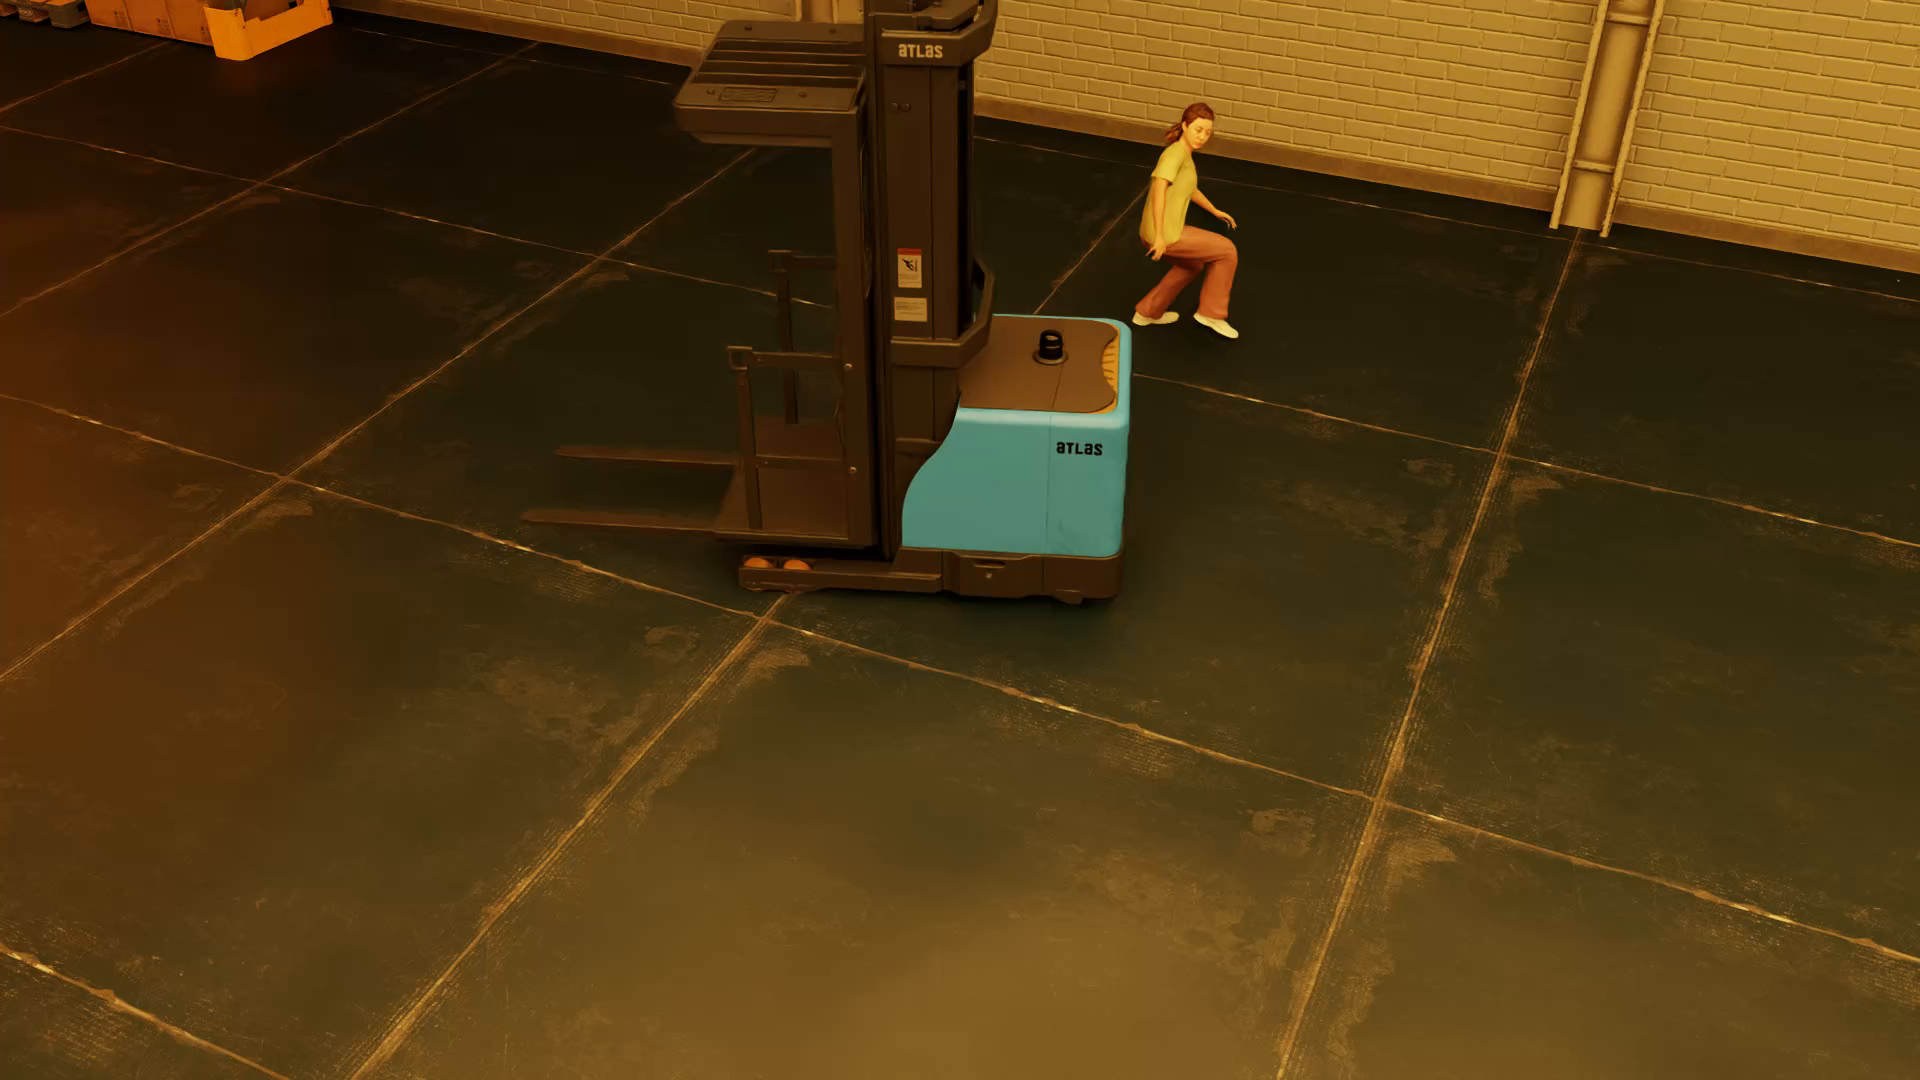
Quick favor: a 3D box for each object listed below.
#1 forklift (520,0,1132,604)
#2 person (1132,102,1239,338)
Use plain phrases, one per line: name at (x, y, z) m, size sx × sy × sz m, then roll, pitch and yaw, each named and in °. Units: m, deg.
forklift at (-0.681, -1.229, 7.810) m, size 3.031 × 2.935 × 1.130 m, roll 3°, pitch 36°, yaw 4°
person at (1.383, -1.868, 10.002) m, size 0.674 × 1.458 × 0.691 m, roll -4°, pitch 36°, yaw -6°
